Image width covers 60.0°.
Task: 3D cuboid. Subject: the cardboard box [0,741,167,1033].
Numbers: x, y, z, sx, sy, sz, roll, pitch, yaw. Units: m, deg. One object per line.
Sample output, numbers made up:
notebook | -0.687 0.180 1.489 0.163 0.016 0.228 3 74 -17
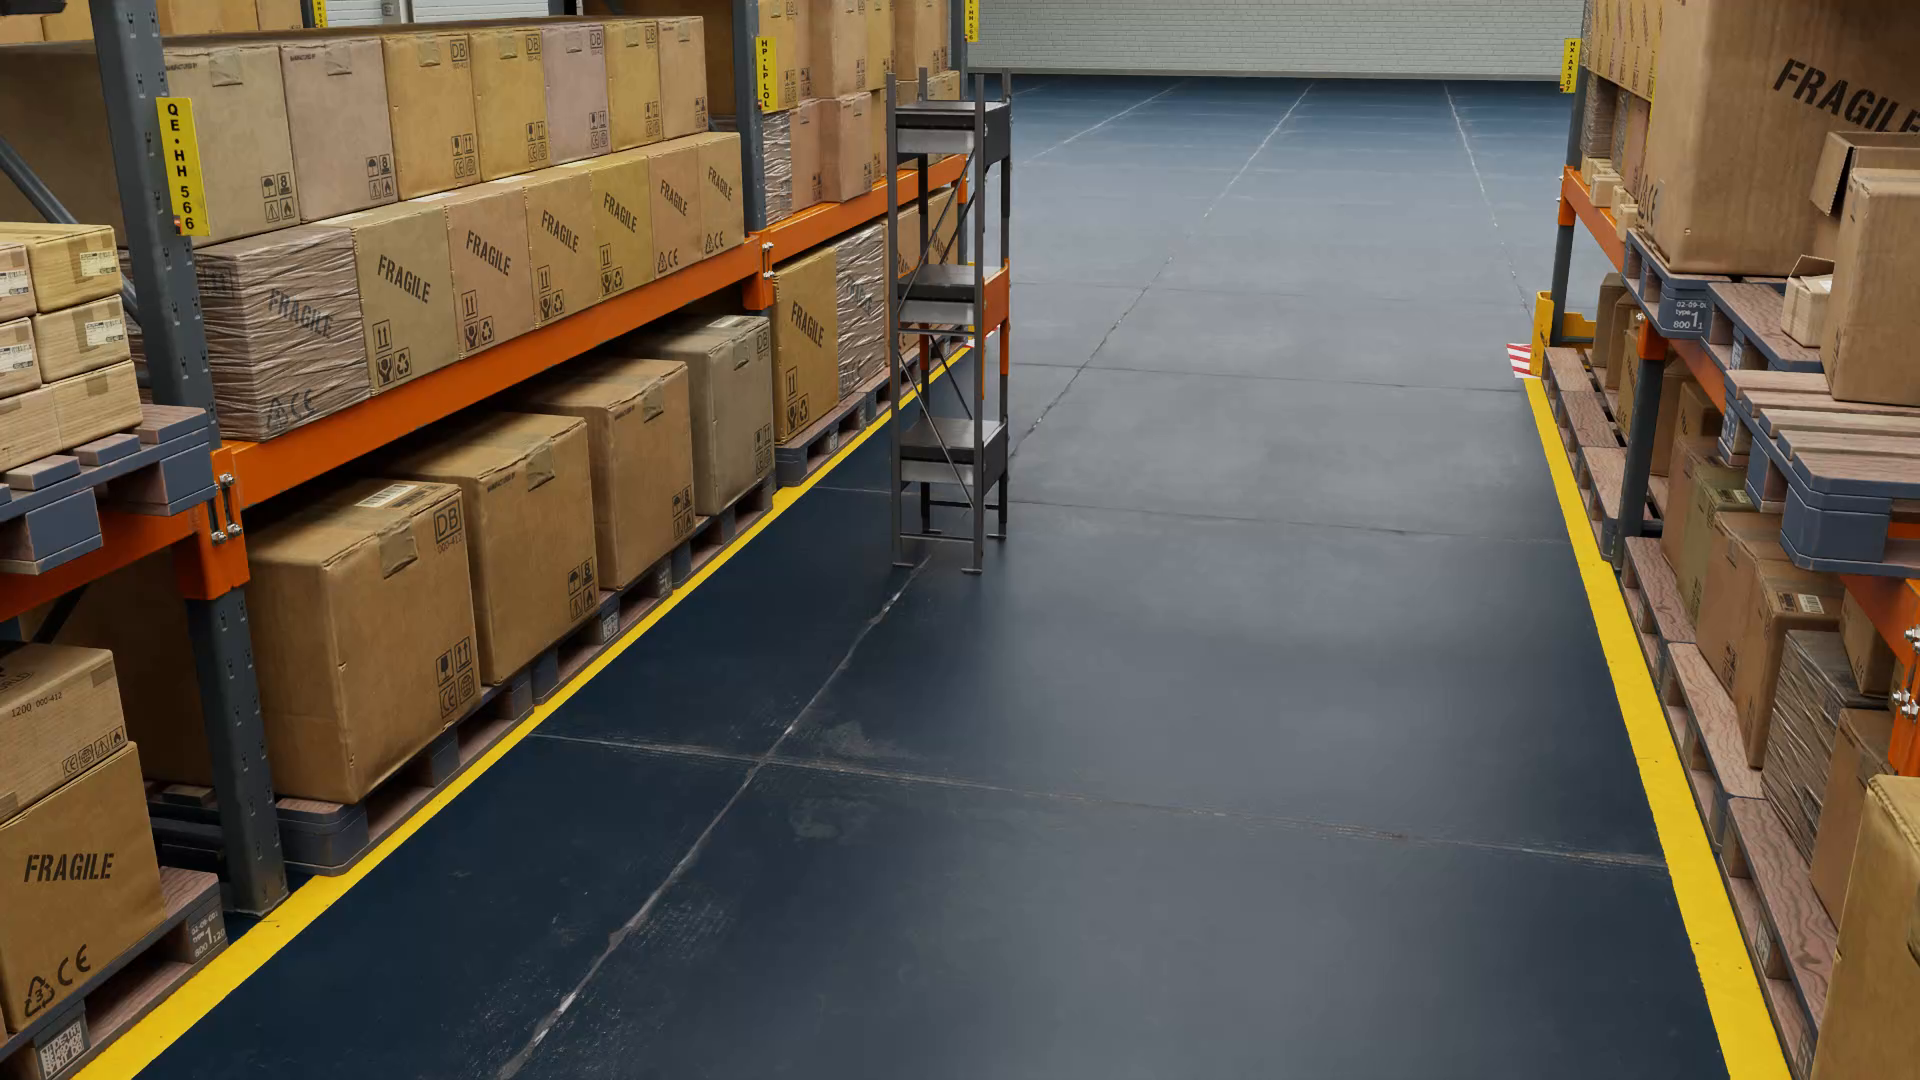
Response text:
cardboard box | -2.308 0.785 3.965 0.500 0.500 0.500 5 19 13

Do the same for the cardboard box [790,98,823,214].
cardboard box | -1.232 -2.041 8.791 0.875 0.550 0.550 5 19 13

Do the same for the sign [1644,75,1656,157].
sign | 2.833 -1.706 6.703 0.100 0.325 0.005 5 19 13

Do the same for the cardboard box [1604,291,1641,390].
cardboard box | 4.057 -1.141 9.605 0.500 0.500 0.500 10 21 28

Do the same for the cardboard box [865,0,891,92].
cardboard box | -0.891 -2.881 9.579 0.875 0.550 0.500 5 19 13

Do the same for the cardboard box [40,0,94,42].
cardboard box | -5.635 -3.134 10.062 0.700 0.500 0.500 4 19 12

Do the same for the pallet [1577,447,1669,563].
pallet | 3.491 -0.150 7.799 1.003 0.211 1.213 5 19 13

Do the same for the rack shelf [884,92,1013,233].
rack shelf | -0.040 -1.591 6.974 0.431 0.518 0.480 5 19 13

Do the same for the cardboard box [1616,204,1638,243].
cardboard box | 3.272 -1.466 7.728 0.380 0.149 0.250 5 19 13

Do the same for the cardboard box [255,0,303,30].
cardboard box | -5.184 -3.776 11.941 0.700 0.500 0.500 4 19 12

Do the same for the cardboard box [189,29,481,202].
cardboard box | -2.036 -1.406 5.461 0.700 0.500 0.500 4 19 13

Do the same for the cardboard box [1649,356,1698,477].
cardboard box | 3.631 -0.574 7.946 0.500 0.500 0.500 12 22 31

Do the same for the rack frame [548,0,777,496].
rack frame | -1.423 -1.679 7.964 1.000 3.000 0.127 5 19 13

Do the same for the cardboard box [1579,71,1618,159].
cardboard box | 4.178 -2.528 9.832 0.875 0.500 0.500 5 19 13

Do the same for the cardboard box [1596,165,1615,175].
cardboard box | 3.774 -2.009 9.316 0.380 0.149 0.250 5 19 13

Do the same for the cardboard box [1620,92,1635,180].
cardboard box | 3.874 -2.052 8.441 0.875 0.500 0.500 5 19 13

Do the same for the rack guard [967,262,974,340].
rack guard | -0.440 -1.758 12.060 1.175 0.500 0.348 5 19 13

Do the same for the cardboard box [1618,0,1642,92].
cardboard box | 3.449 -2.394 7.893 0.500 0.500 0.500 5 19 13

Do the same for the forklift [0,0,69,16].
forklift | -4.391 -1.360 7.134 1.130 2.935 3.031 2 19 5

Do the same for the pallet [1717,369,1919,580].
pallet | 2.455 -0.143 3.763 1.213 0.211 1.003 5 19 13

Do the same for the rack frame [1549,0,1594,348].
rack frame | 4.339 -2.510 10.395 1.000 3.000 0.127 5 19 13

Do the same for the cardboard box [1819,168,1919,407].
cardboard box | 2.517 -0.604 4.010 0.700 0.500 0.500 8 20 21

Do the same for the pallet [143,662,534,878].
pallet | -2.135 0.653 5.450 1.003 0.211 1.213 5 19 13

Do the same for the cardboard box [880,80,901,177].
cardboard box | -0.865 -2.545 10.265 0.875 0.550 0.550 5 19 13

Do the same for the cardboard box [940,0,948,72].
cardboard box | -0.574 -3.402 11.104 0.875 0.550 0.550 5 19 13

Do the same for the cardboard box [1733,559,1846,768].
cardboard box | 2.783 0.408 5.040 0.700 0.500 0.500 6 20 18

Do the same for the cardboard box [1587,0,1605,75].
cardboard box | 3.811 -2.864 9.270 0.500 0.500 0.500 5 19 13

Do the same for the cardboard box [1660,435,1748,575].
cardboard box | 3.191 -0.091 6.499 0.700 0.500 0.500 3 19 9

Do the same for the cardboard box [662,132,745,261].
cardboard box | -1.292 -1.542 7.407 0.500 0.500 0.500 5 19 13

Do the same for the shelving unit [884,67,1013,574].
shelving unit | -0.040 -0.942 7.196 0.431 2.100 0.503 5 19 13

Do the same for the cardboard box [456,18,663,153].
cardboard box | -1.663 -1.882 6.857 0.700 0.500 0.500 4 19 12

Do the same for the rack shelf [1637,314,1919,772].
rack shelf | 2.873 -0.289 5.005 1.077 0.370 4.000 5 19 13

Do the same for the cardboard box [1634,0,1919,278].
cardboard box | 3.032 -1.501 5.863 1.000 1.000 1.000 5 19 14

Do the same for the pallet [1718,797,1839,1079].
pallet | 2.577 1.072 4.221 1.003 0.211 1.213 5 19 13

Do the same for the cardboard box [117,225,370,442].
cardboard box | -2.029 -0.592 4.627 0.500 0.500 0.500 5 19 14

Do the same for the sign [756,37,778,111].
sign | -0.895 -2.150 7.673 0.100 0.325 0.005 5 19 13

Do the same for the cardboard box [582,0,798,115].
cardboard box | -1.300 -2.374 8.096 0.875 0.550 0.550 5 19 13

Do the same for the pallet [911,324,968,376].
pallet | -0.566 -1.357 11.333 1.003 0.211 1.213 5 19 13

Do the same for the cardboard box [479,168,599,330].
cardboard box | -1.660 -1.066 6.013 0.500 0.500 0.500 4 19 13

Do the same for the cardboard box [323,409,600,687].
cardboard box | -1.954 -0.018 5.930 1.050 0.750 0.750 5 19 14

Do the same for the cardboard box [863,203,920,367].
cardboard box | -0.761 -1.633 10.464 0.875 0.875 0.875 4 19 13

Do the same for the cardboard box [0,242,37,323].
cardboard box | -2.140 -0.519 3.384 0.380 0.149 0.250 4 19 13

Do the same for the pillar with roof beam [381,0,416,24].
pillar with roof beam | -4.023 -9.796 22.446 9.100 9.000 0.400 5 19 13

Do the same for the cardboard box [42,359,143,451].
cardboard box | -2.076 -0.315 3.707 0.380 0.149 0.250 5 19 14

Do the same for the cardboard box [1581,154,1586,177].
cardboard box | 3.958 -2.244 10.004 0.380 0.149 0.250 5 19 13

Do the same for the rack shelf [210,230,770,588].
rack shelf | -1.912 -0.712 6.245 1.077 0.370 4.000 5 19 13
